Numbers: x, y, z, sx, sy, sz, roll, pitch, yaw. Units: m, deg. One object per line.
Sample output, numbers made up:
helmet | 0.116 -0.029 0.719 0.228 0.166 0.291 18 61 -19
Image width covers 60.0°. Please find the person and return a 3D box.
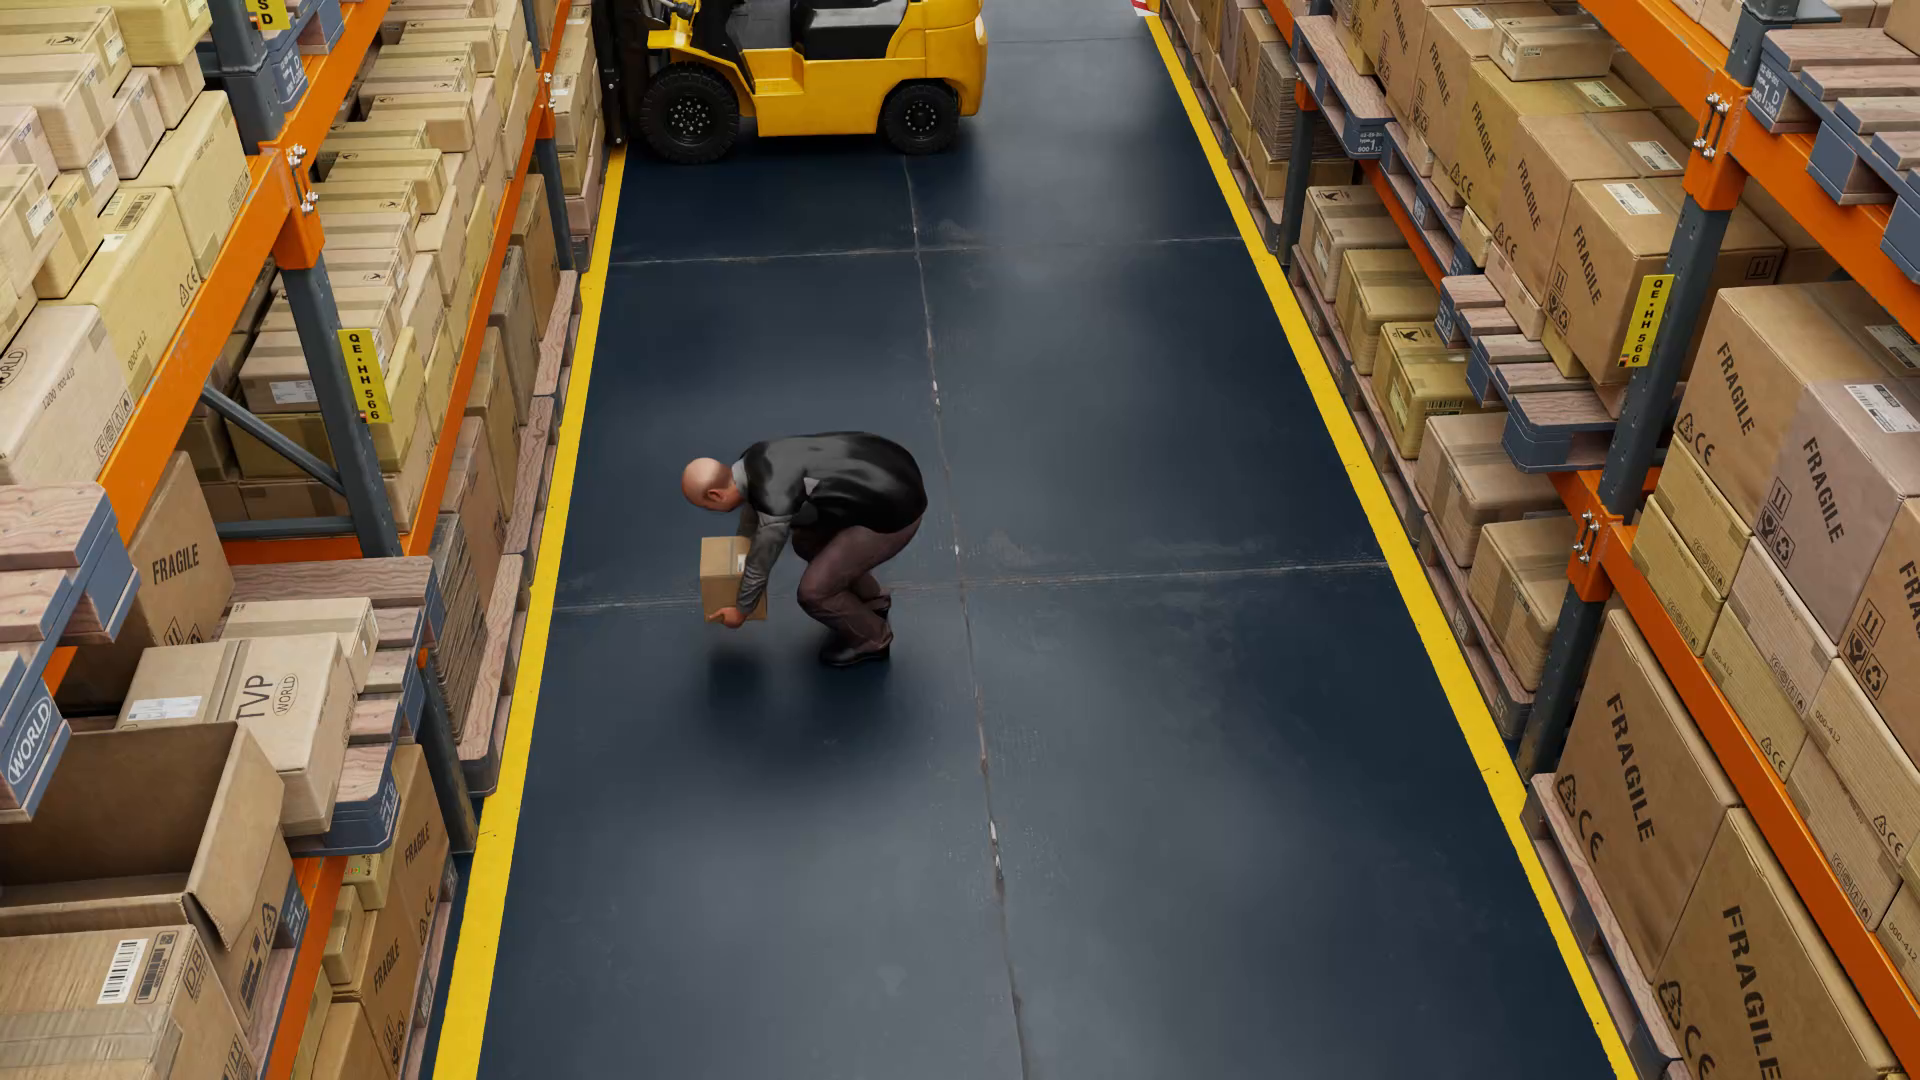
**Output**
person | -0.608 0.029 6.708 0.949 1.008 0.514 -5 39 -6
